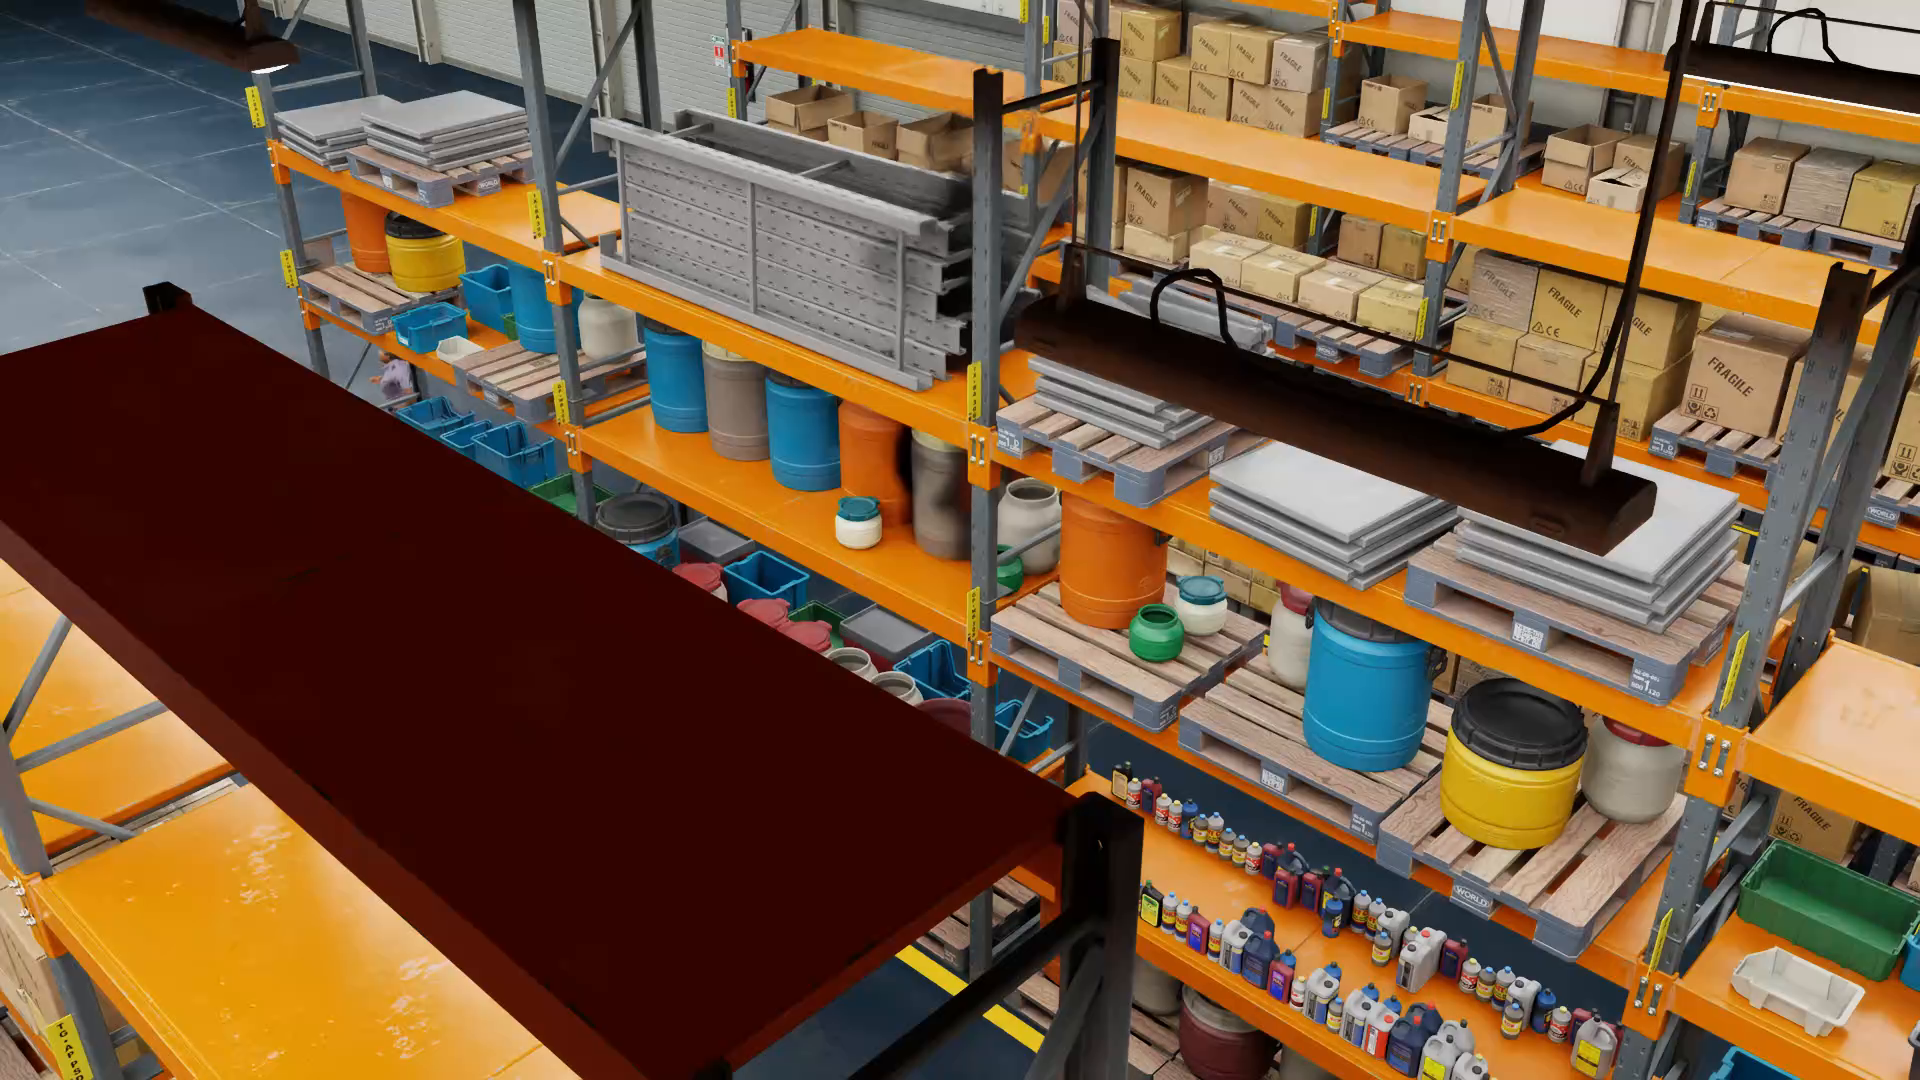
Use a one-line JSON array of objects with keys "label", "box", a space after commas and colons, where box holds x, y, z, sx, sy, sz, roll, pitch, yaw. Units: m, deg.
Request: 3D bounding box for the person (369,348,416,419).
[{"label": "person", "box": [-5.577, -1.228, 16.804, 0.721, 1.694, 0.603, 3, 29, 5]}]
